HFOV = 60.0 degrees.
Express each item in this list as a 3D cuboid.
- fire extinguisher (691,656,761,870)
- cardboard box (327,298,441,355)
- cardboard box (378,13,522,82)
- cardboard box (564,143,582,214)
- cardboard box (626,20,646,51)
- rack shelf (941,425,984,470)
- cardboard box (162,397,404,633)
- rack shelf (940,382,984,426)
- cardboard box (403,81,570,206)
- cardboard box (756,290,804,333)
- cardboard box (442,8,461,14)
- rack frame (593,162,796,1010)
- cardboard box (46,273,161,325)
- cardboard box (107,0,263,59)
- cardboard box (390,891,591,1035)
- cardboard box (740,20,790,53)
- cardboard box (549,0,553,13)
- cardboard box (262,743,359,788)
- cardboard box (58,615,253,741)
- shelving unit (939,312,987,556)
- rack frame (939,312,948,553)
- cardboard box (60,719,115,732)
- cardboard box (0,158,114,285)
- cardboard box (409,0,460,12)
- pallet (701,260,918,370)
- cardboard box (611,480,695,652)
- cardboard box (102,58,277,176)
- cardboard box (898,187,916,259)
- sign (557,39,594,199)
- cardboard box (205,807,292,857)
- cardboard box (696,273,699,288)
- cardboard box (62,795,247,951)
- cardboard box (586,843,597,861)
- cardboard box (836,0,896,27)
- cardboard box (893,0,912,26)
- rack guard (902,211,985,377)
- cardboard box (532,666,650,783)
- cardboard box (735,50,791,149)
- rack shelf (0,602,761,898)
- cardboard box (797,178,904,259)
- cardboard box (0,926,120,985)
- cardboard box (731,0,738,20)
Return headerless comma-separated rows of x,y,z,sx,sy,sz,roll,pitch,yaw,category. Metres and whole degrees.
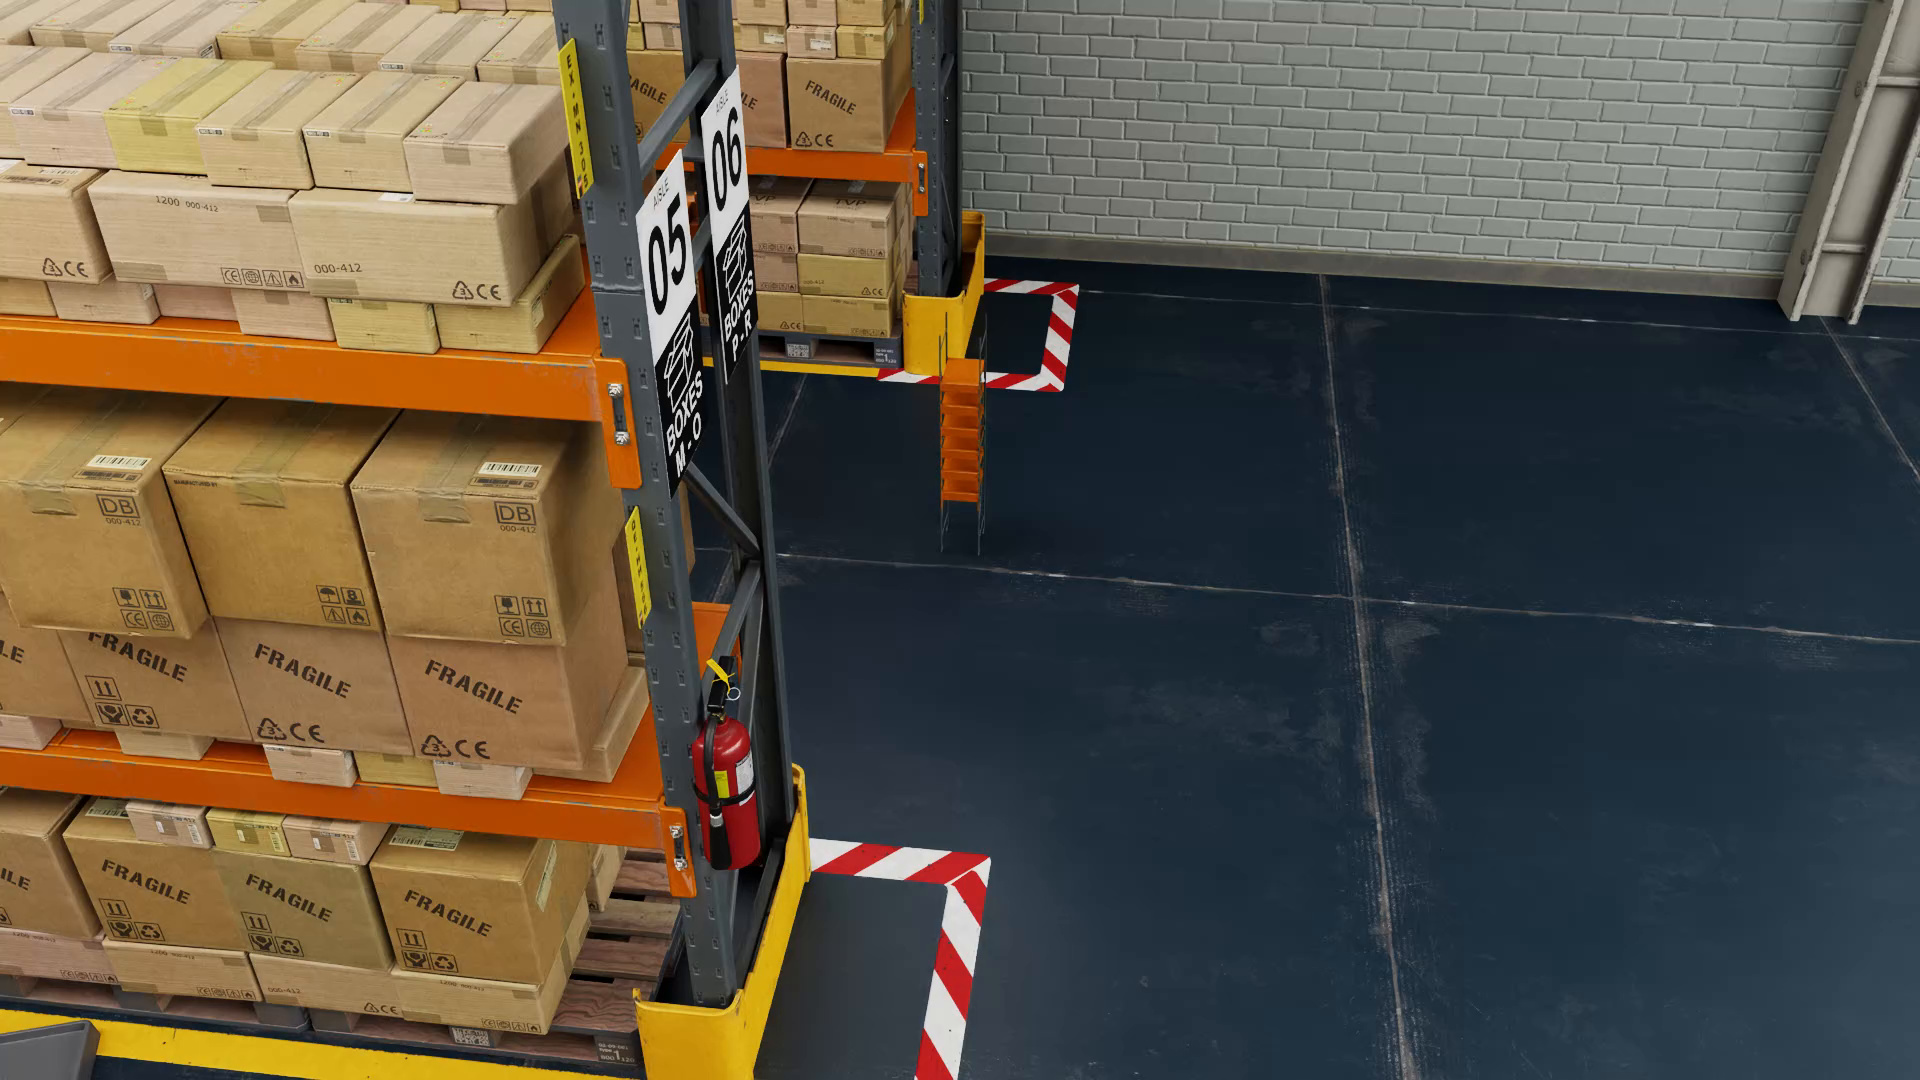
-0.685,0.661,4.809,0.183,0.674,0.296,4,36,6,fire extinguisher
-1.380,-0.628,4.182,0.250,0.149,0.380,5,36,6,cardboard box
-1.318,-1.242,4.355,0.250,0.149,0.380,4,36,6,cardboard box
-1.204,-1.117,4.523,0.500,0.250,0.500,4,36,5,cardboard box
-1.766,-2.755,8.884,0.250,0.149,0.380,5,36,6,cardboard box
0.014,-0.451,7.926,0.180,0.103,0.258,4,36,6,rack shelf
-1.775,-0.167,4.700,0.500,0.500,0.700,5,36,6,cardboard box
0.014,-0.646,7.786,0.180,0.103,0.258,4,36,6,rack shelf
-1.113,-0.943,3.937,0.250,0.149,0.380,5,36,6,cardboard box
-1.109,-1.452,9.708,0.500,0.250,0.500,4,36,6,cardboard box
-2.782,-2.828,8.986,0.250,0.149,0.380,4,36,5,cardboard box
-0.740,0.355,5.170,0.127,3.000,1.000,4,36,6,rack frame
-2.135,-0.716,4.305,0.250,0.149,0.380,4,36,6,cardboard box
-2.055,-1.320,4.465,0.250,0.149,0.380,4,36,6,cardboard box
-1.599,1.397,5.716,0.500,0.250,0.500,4,36,6,cardboard box
-0.997,-2.730,8.849,0.250,0.149,0.380,5,36,7,cardboard box
-2.015,-2.946,8.895,0.250,0.149,0.380,5,36,7,cardboard box
-1.914,0.565,5.092,0.250,0.149,0.380,5,36,7,cardboard box
-2.305,0.233,4.999,0.500,0.500,0.500,4,36,6,cardboard box
0.014,-0.487,7.900,0.189,1.200,0.258,4,36,6,shelving unit
-0.076,-0.494,7.909,0.006,1.200,0.240,4,36,6,rack frame
-2.651,0.429,5.284,0.250,0.149,0.380,4,36,6,cardboard box
-2.295,-0.882,4.195,0.500,0.250,0.500,5,36,7,cardboard box
-2.772,-2.970,8.928,0.250,0.149,0.380,4,36,5,cardboard box
-0.875,-1.403,10.034,1.213,0.211,1.003,4,36,6,pallet
-1.174,-0.002,5.328,0.500,0.500,0.500,4,36,5,cardboard box
-1.864,-1.041,4.074,0.250,0.149,0.380,4,36,6,cardboard box
-0.551,-1.915,9.926,0.500,0.250,0.500,5,36,7,cardboard box
-0.830,-0.908,3.596,0.005,0.325,0.100,4,36,6,sign
-2.189,0.816,5.326,0.250,0.149,0.380,5,36,7,cardboard box
-1.644,-1.686,9.605,0.500,0.250,0.500,3,36,5,cardboard box
-2.585,1.011,5.611,0.500,0.500,0.500,3,36,5,cardboard box
-1.528,0.778,5.938,0.500,0.500,0.500,3,36,4,cardboard box
-0.493,-2.836,8.741,0.250,0.149,0.380,4,36,6,cardboard box
-0.414,-2.984,9.205,0.250,0.149,0.380,3,36,5,cardboard box
-0.087,-1.486,9.902,0.348,0.500,1.175,4,36,6,rack guard
-1.138,0.553,5.109,0.250,0.149,0.380,5,36,8,cardboard box
-1.146,-2.475,9.049,0.500,0.500,0.500,5,36,7,cardboard box
-2.723,0.500,5.587,4.000,0.370,1.077,4,36,6,rack shelf
-0.608,-1.818,9.360,0.500,0.250,0.500,5,36,8,cardboard box
-3.099,1.277,5.884,0.500,0.250,0.500,4,36,5,cardboard box
-1.242,-2.901,8.833,0.250,0.149,0.380,4,36,6,cardboard box
